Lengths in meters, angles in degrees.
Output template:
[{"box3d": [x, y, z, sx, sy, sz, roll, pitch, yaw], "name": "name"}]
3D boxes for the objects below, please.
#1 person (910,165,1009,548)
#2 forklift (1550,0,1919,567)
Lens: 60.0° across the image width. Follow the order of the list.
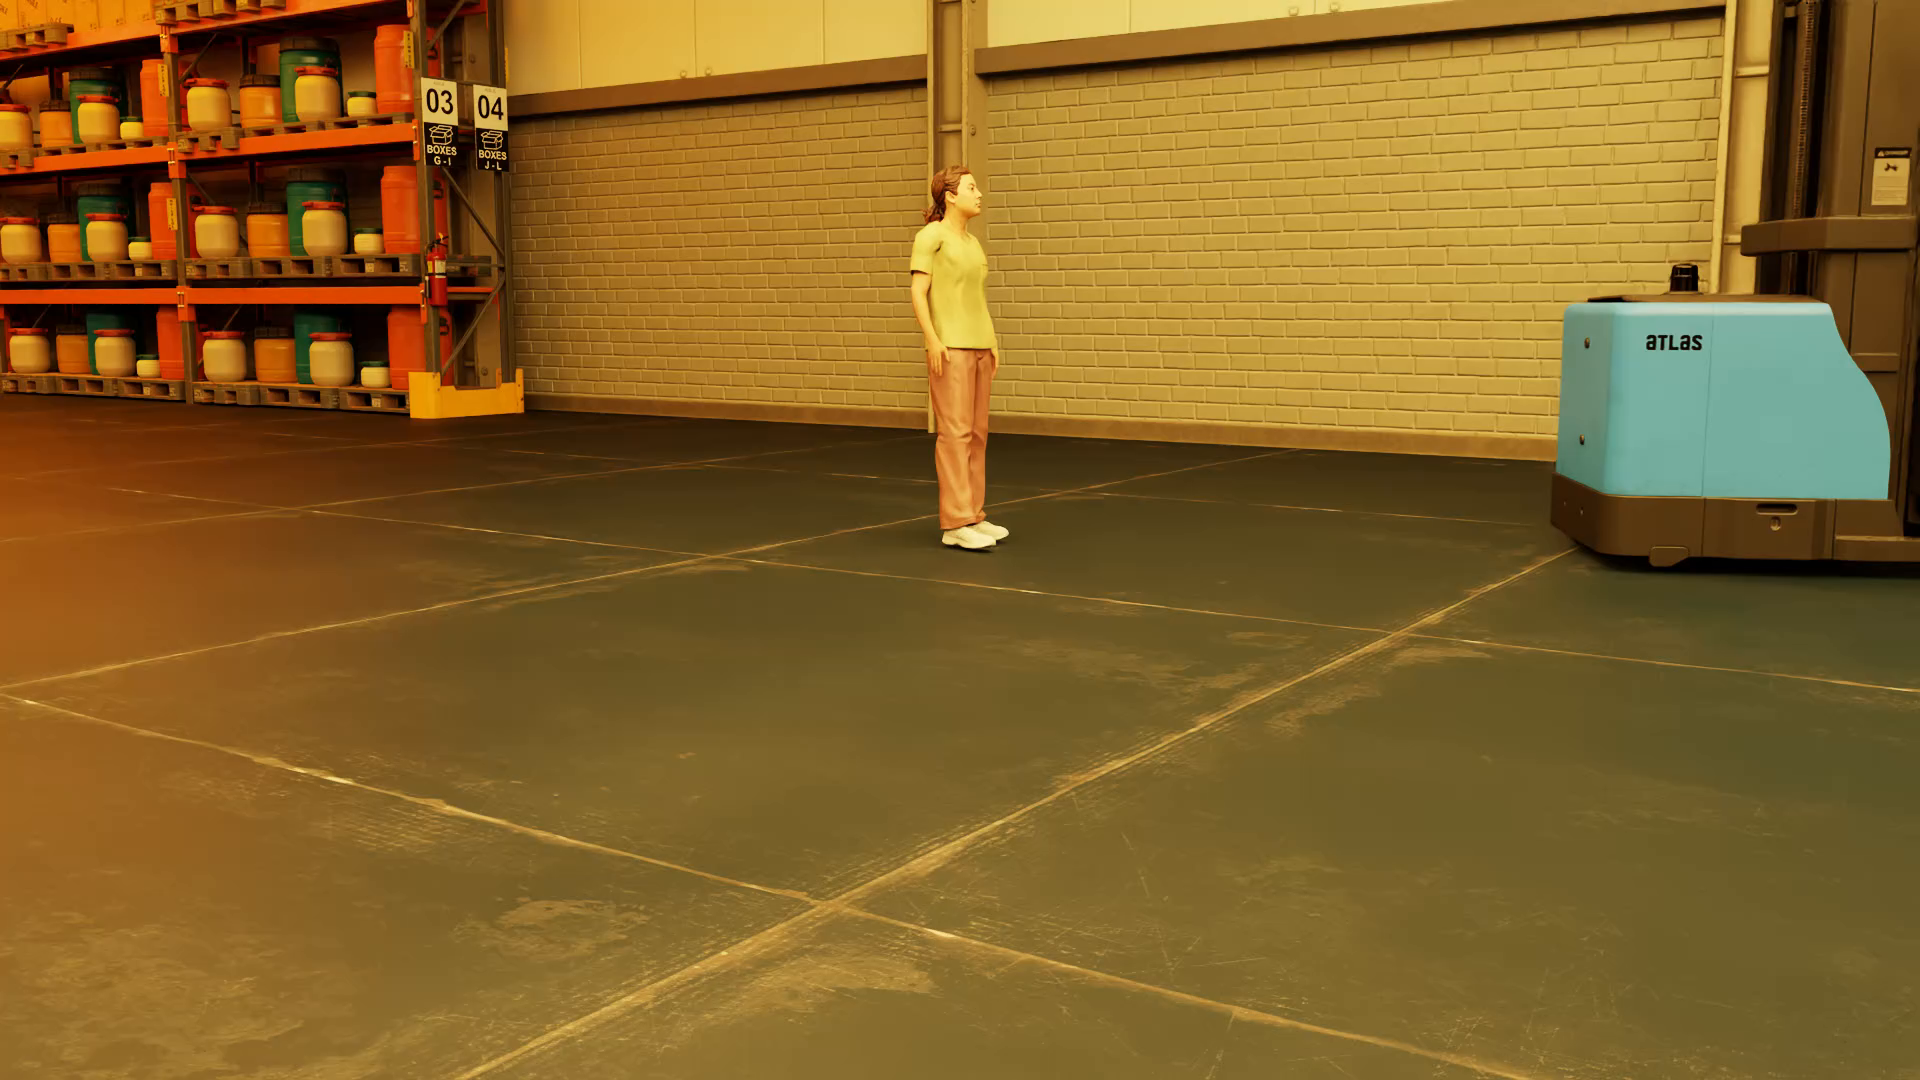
[{"box3d": [0.055, -0.829, 7.435, 0.549, 1.675, 0.555, 5, 10, 34], "name": "person"}, {"box3d": [4.142, -1.364, 6.782, 3.031, 2.935, 1.130, 1, 8, 7], "name": "forklift"}]
